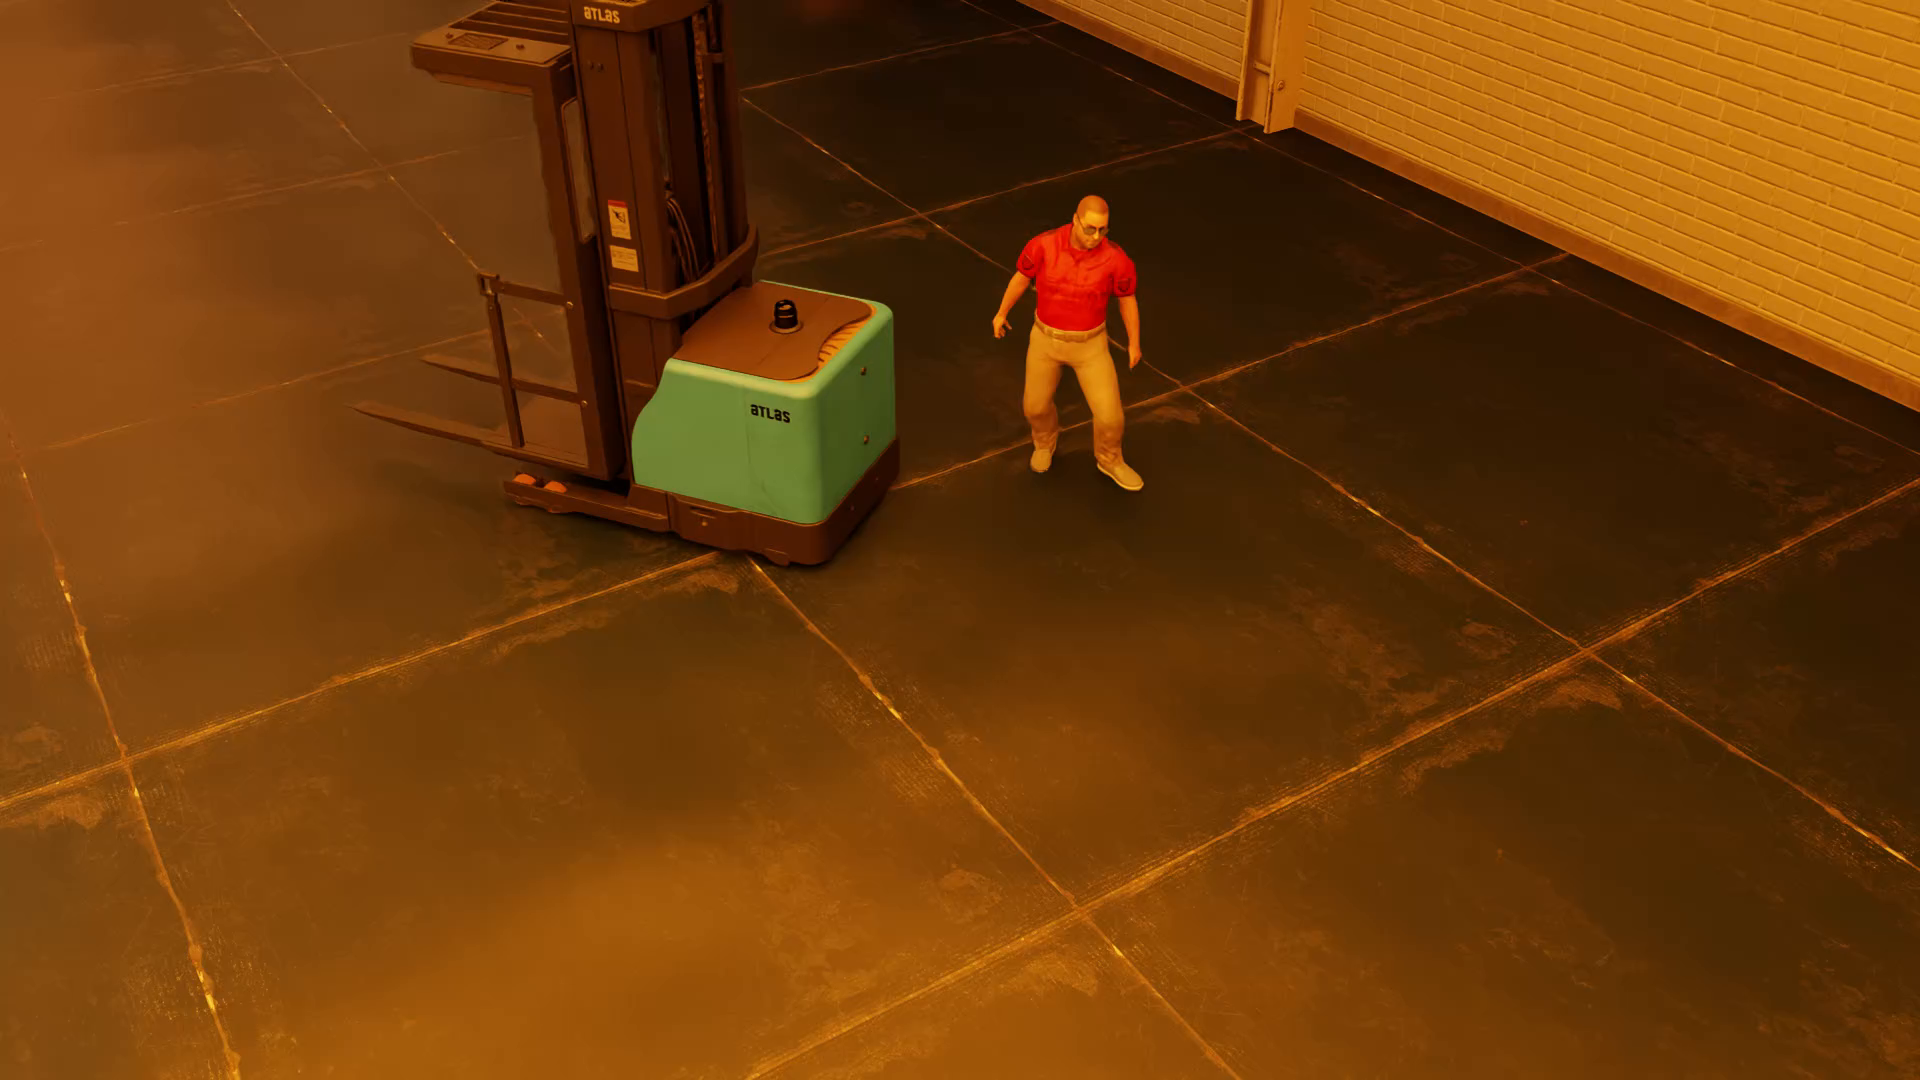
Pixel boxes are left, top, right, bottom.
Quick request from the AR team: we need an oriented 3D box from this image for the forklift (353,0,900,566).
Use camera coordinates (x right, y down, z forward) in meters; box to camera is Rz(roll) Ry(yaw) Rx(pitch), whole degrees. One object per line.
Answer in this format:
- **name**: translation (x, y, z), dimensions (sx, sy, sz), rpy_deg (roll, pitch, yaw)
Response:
- **forklift**: translation (-1.897, -1.608, 8.436), dimensions (3.031, 2.935, 1.130), rpy_deg (13, 37, 18)

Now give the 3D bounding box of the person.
- **person**: translation (0.594, -1.059, 8.793), dimensions (0.896, 1.712, 0.456), rpy_deg (10, 36, 14)
